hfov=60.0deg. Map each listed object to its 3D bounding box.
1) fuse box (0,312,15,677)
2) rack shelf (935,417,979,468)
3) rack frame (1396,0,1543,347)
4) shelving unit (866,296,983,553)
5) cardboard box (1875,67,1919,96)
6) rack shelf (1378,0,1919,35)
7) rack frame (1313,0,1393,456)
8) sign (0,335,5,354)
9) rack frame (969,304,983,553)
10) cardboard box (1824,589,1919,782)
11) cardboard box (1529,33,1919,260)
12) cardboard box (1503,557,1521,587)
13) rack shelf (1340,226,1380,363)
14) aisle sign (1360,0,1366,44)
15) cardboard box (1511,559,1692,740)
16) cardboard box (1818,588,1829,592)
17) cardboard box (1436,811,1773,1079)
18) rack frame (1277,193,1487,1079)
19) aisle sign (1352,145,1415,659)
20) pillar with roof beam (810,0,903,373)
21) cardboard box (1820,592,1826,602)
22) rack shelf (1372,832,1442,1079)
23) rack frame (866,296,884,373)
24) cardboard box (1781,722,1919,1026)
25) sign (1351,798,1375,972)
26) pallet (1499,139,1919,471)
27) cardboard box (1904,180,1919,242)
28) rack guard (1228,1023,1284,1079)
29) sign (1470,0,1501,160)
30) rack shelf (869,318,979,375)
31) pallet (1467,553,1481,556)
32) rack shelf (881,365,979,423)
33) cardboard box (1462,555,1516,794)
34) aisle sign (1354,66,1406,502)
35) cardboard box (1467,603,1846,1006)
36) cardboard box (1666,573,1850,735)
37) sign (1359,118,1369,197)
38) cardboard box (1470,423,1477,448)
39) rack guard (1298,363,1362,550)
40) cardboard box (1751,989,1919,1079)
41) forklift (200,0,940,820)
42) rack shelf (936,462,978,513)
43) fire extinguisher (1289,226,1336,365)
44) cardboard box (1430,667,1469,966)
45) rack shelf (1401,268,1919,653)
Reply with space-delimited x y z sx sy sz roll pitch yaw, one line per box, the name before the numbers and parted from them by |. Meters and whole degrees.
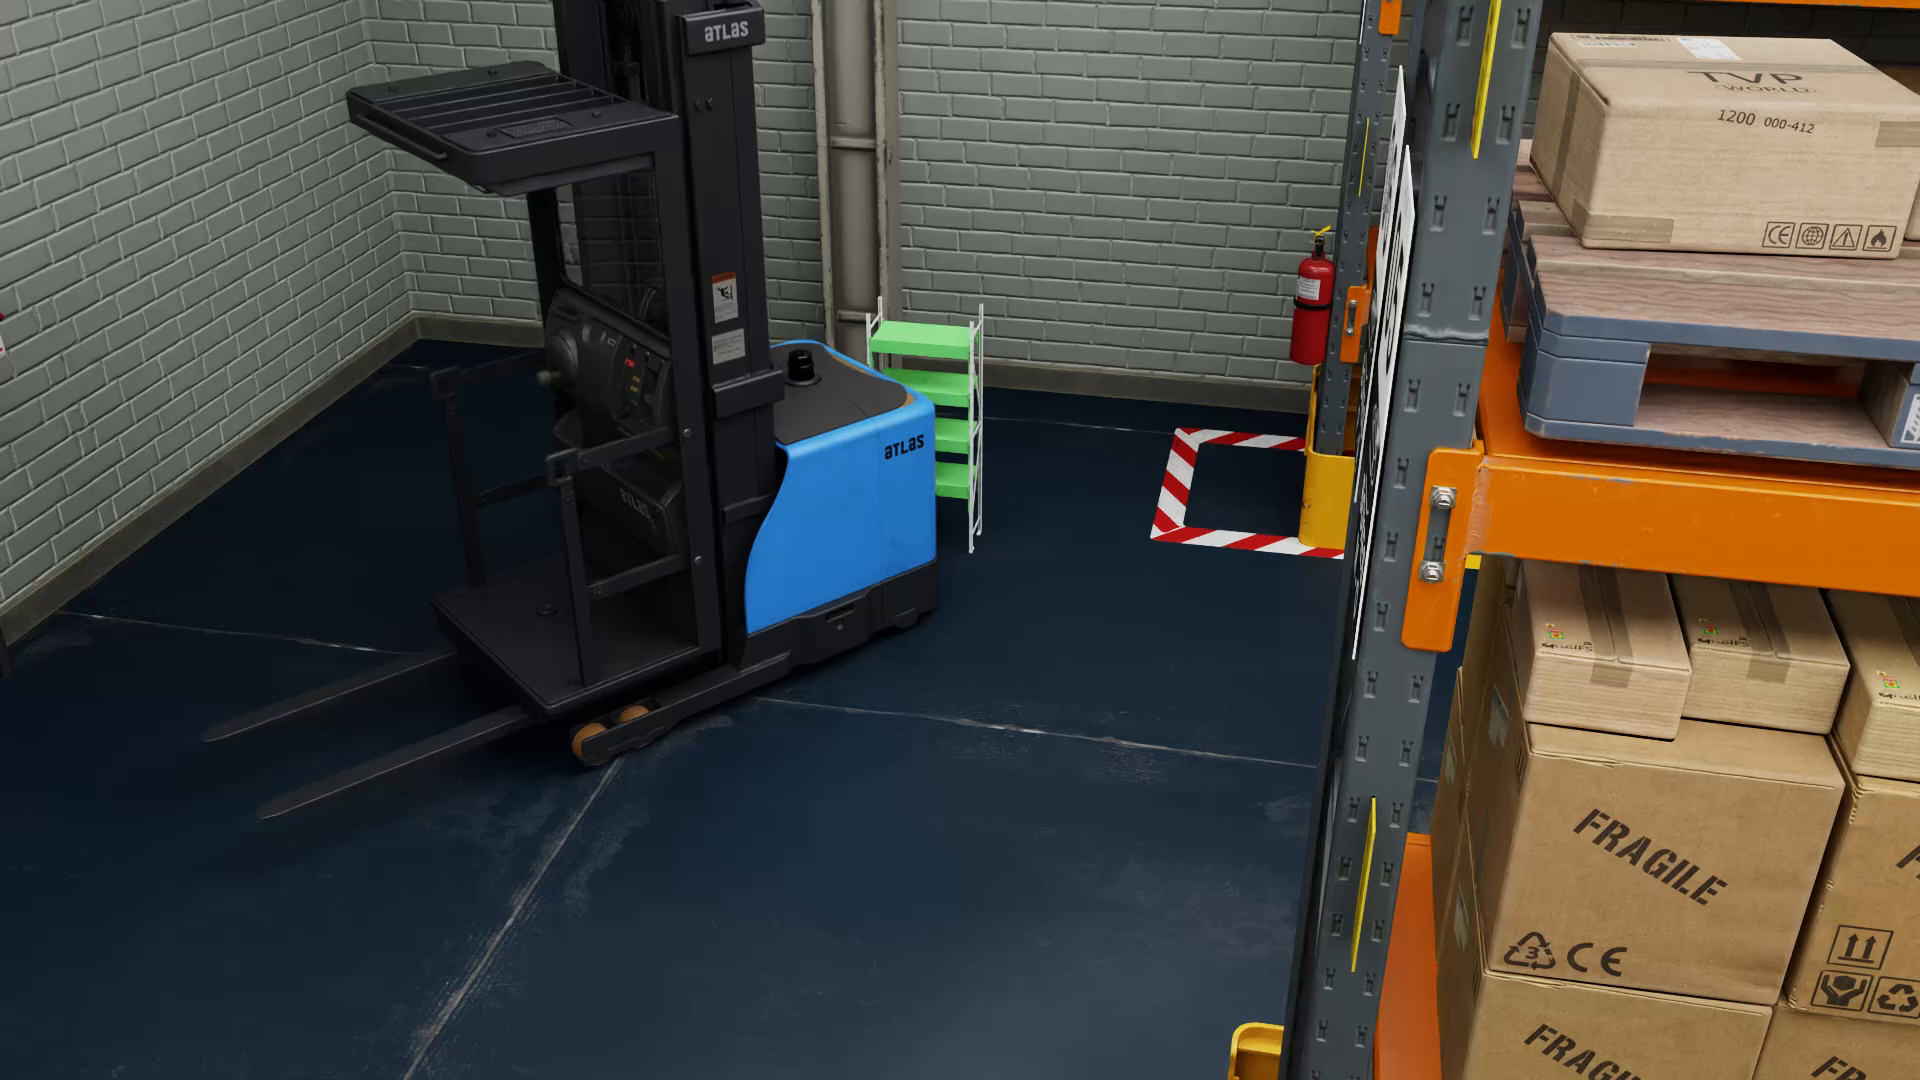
fuse box | -4.088 -0.182 6.801 0.414 1.711 0.539 6 29 11
rack shelf | -0.162 -0.487 8.023 0.480 0.148 0.258 6 29 11
rack frame | 0.850 -1.853 2.263 0.127 3.000 1.000 6 29 11
shelving unit | -0.162 -0.543 7.992 0.503 1.200 0.258 6 29 11
cardboard box | 4.394 -1.819 7.515 0.500 0.500 0.500 5 29 9
rack shelf | 3.838 -2.352 7.049 4.000 0.370 1.077 6 29 11
rack frame | 1.883 -1.553 7.962 0.127 3.000 1.000 6 29 11
sign | -4.188 -0.959 6.976 0.001 0.494 0.329 6 29 11
rack frame | 0.077 -0.518 7.947 0.015 1.200 0.240 6 29 11
cardboard box | 1.640 0.250 2.849 0.250 0.149 0.380 7 29 12
cardboard box | 1.309 -0.696 2.890 0.500 0.250 0.500 3 29 6
cardboard box | 1.242 -0.046 3.390 0.250 0.149 0.380 6 29 11
rack shelf | 3.838 -1.037 7.769 4.000 0.370 1.077 6 29 11
aisle sign | 1.755 -2.562 7.099 0.004 0.787 0.394 6 29 11
cardboard box | 1.139 0.177 2.981 0.250 0.149 0.380 6 29 12
cardboard box | 1.766 -0.046 3.389 0.250 0.149 0.380 6 29 10
cardboard box | 1.259 0.918 3.346 0.500 0.500 0.500 6 29 10
rack frame | 0.850 0.779 3.704 0.127 3.000 1.000 6 29 11
aisle sign | 0.719 -0.233 2.844 0.004 0.787 0.394 6 29 11
pillar with roof beam | -1.465 -2.856 4.096 0.400 9.000 9.100 6 29 11
cardboard box | 1.888 0.272 3.485 0.500 0.500 0.500 6 29 11
rack shelf | 2.806 1.295 3.510 4.000 0.370 1.077 6 29 11
rack frame | -0.401 -0.567 8.037 0.015 1.200 0.240 6 29 11
cardboard box | 1.766 0.527 3.019 0.500 0.500 0.500 5 29 9
sign | 0.728 0.624 3.002 0.005 0.325 0.100 6 29 11
pallet | 1.577 -0.429 2.878 1.213 0.211 1.003 6 29 11
cardboard box | 1.735 -0.647 2.906 0.250 0.149 0.380 4 29 7
rack guard | 0.826 1.873 4.309 0.348 0.500 1.175 6 29 11
sign | 0.728 -0.695 2.280 0.005 0.325 0.100 6 29 11
rack shelf | -0.162 -0.908 7.792 0.480 0.148 0.258 6 29 11
pallet | 2.737 -0.242 8.473 1.213 0.211 1.003 6 29 11
rack shelf | -0.162 -0.697 7.908 0.480 0.148 0.258 6 29 11
cardboard box | 1.371 0.233 3.556 0.500 0.500 0.500 7 29 12
aisle sign | 0.844 -0.514 3.359 0.004 0.787 0.394 6 29 11
cardboard box | 1.260 0.478 3.107 0.500 0.500 0.500 5 29 9
cardboard box | 1.410 0.170 2.995 0.250 0.149 0.380 7 29 12
sign | 1.769 -1.678 7.289 0.005 0.325 0.100 6 29 11
cardboard box | 2.461 -0.536 8.268 0.637 0.503 0.797 5 29 9
rack guard | 1.957 -0.449 8.549 0.348 0.500 1.175 6 29 11
cardboard box | 1.760 0.956 3.277 0.500 0.500 0.500 5 29 10
forklift | -1.551 -0.673 6.428 3.031 2.935 1.130 -22 35 -34
rack shelf | -0.162 -0.276 8.138 0.480 0.148 0.258 6 29 11
fire extinguisher | 1.642 -1.153 7.701 0.183 0.674 0.296 6 29 11
cardboard box | 1.377 0.659 3.819 0.500 0.500 0.500 6 29 11
rack shelf | 2.806 -0.021 2.790 4.000 0.370 1.077 6 29 11
